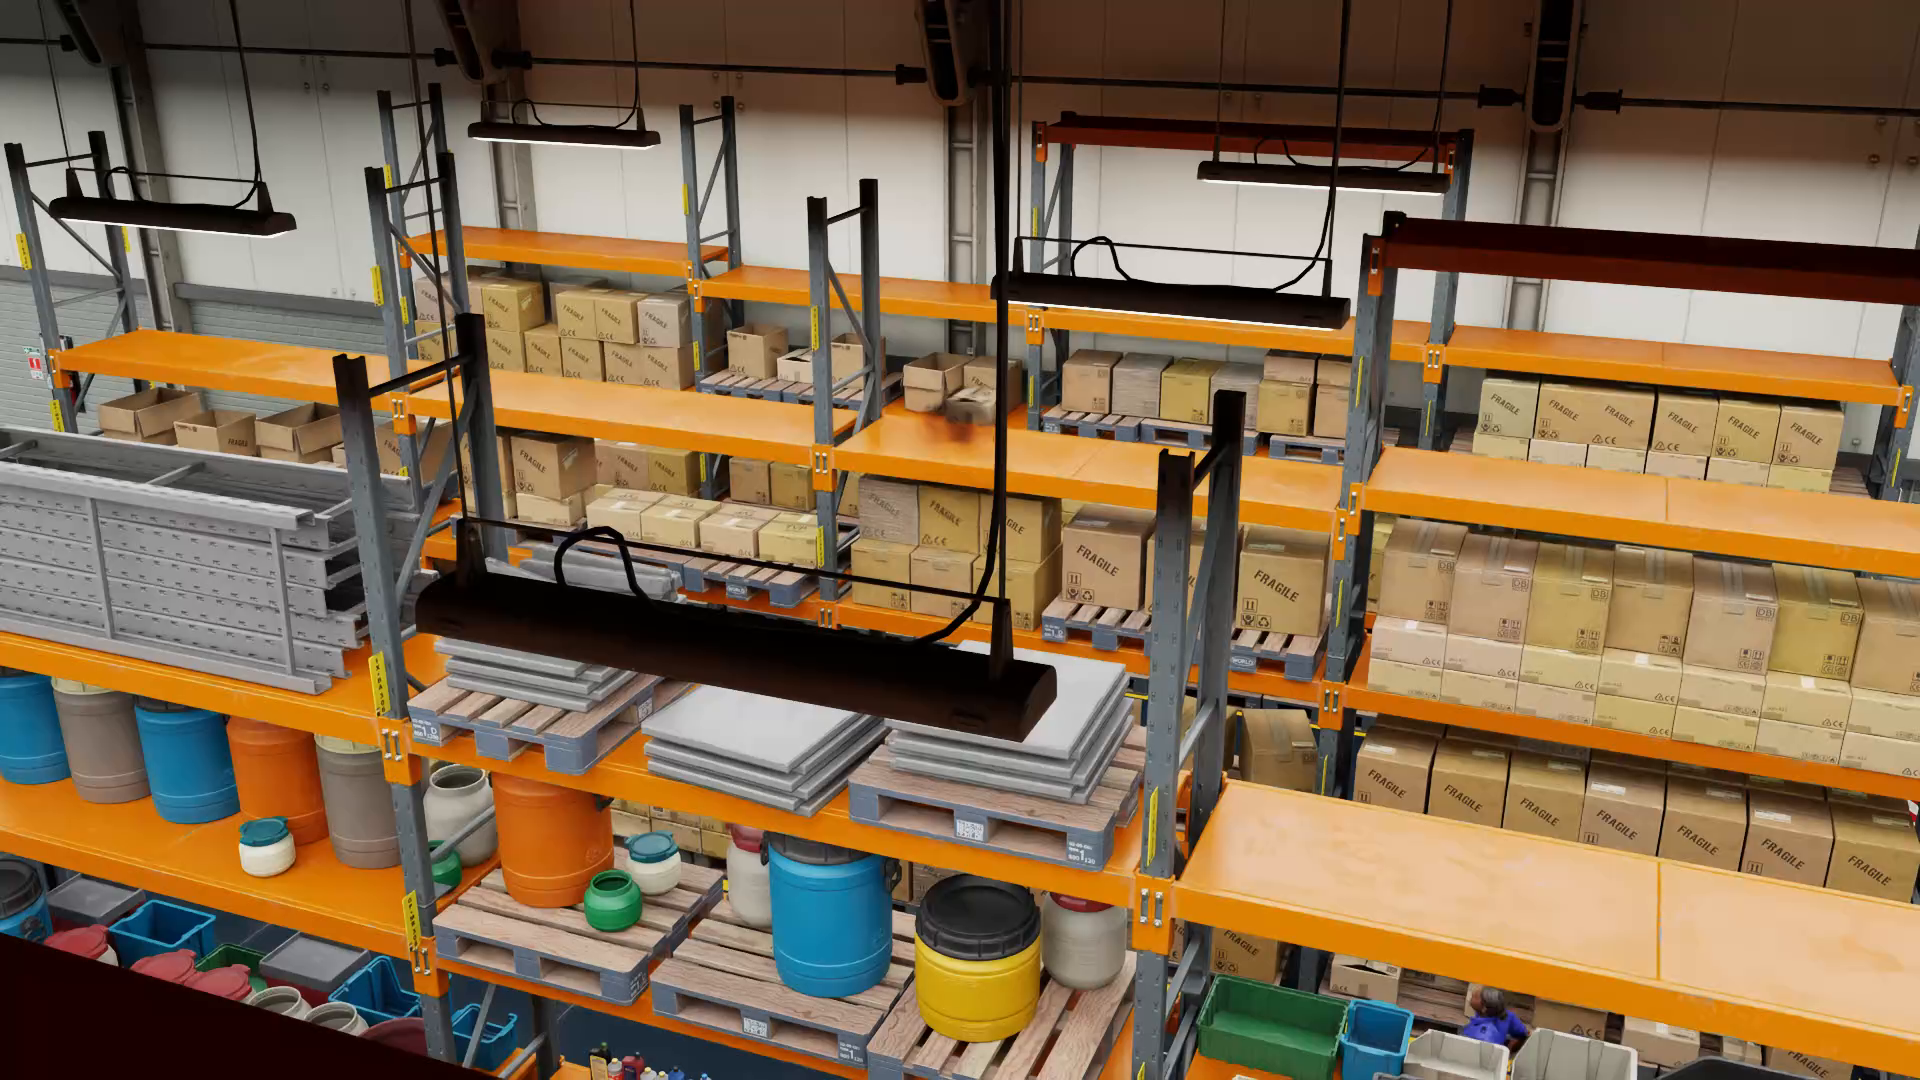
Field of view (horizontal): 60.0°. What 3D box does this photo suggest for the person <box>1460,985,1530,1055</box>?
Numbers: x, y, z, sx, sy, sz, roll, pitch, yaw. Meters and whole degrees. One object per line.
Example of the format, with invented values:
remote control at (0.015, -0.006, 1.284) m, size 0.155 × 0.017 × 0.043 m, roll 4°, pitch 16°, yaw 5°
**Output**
person at (3.294, 3.542, 10.722) m, size 1.028 × 1.606 × 0.585 m, roll 9°, pitch 23°, yaw 22°
